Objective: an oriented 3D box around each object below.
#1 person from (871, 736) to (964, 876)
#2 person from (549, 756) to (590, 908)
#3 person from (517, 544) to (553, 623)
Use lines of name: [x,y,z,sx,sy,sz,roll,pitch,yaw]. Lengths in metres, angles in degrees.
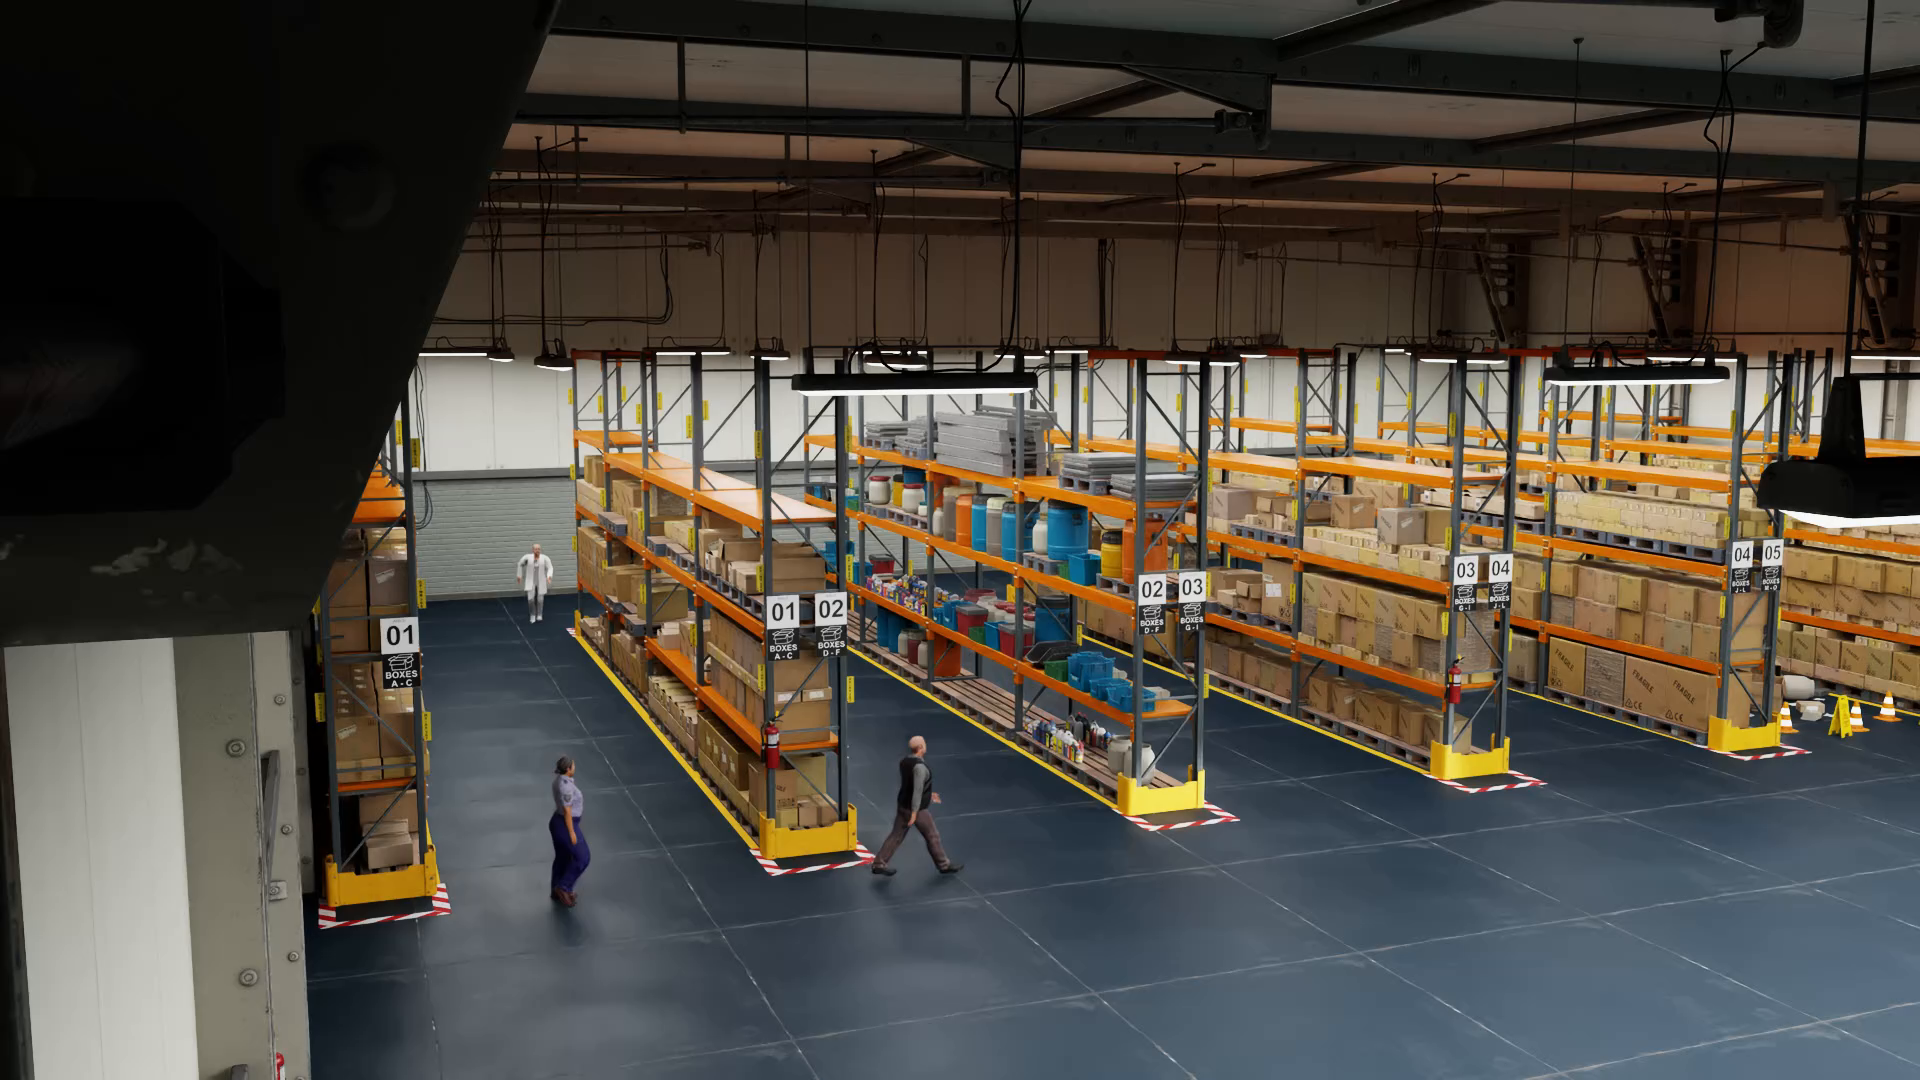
person: [-0.493,3.098,19.334,1.111,1.653,0.596,-2,7,-17]
person: [-4.360,3.229,18.509,0.422,1.656,0.505,-3,8,-20]
person: [-9.336,0.954,36.559,0.780,1.768,0.776,-2,7,-16]
